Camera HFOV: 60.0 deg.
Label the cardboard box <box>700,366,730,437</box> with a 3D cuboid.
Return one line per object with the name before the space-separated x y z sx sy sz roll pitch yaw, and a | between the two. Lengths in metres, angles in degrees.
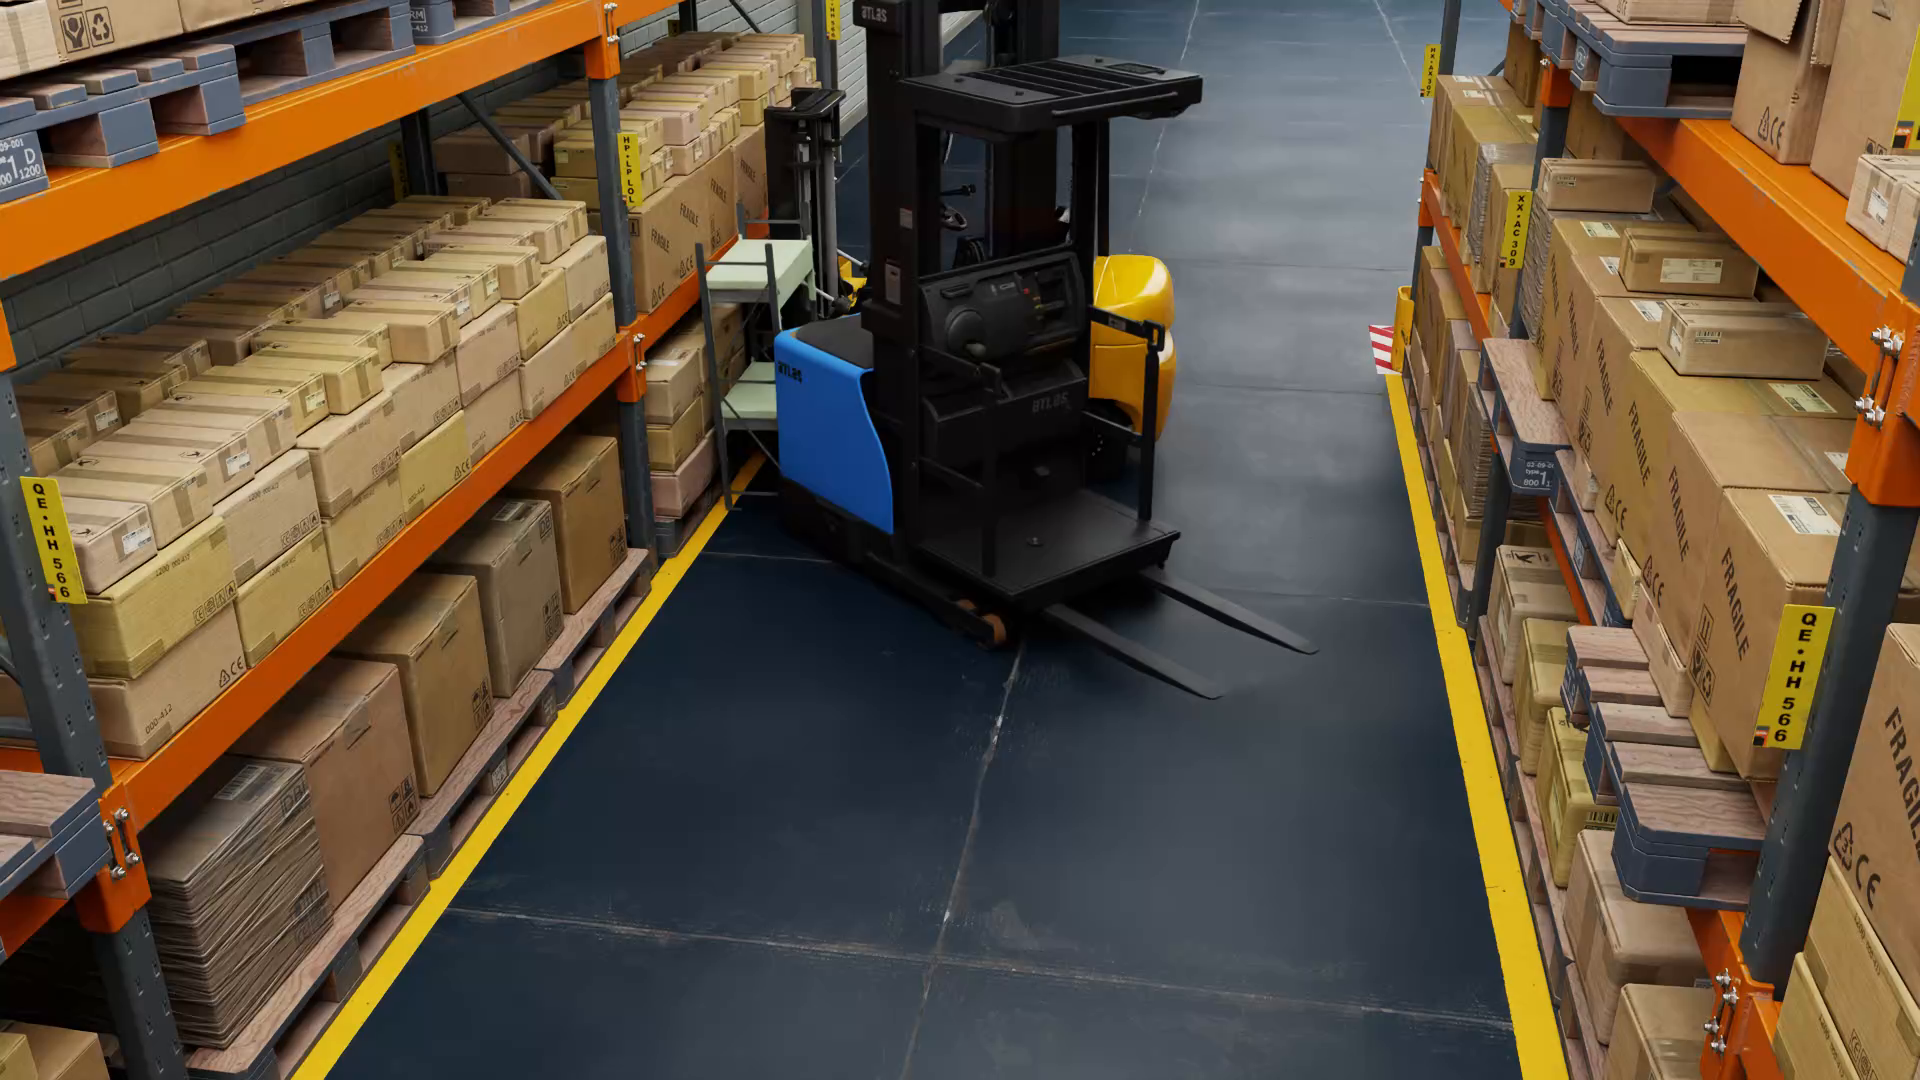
cardboard box | -1.565 -0.778 9.031 0.500 0.250 0.500 4 25 8

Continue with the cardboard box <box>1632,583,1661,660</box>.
cardboard box | 2.055 0.240 4.499 0.380 0.149 0.250 3 25 6

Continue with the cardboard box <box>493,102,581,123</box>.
cardboard box | -2.183 -2.166 8.604 0.380 0.149 0.250 4 25 7

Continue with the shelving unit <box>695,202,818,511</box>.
shelving unit | -1.049 -0.993 9.029 0.431 1.500 0.755 2 28 10

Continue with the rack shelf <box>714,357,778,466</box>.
rack shelf | -1.036 -0.704 9.179 0.431 0.370 0.720 2 28 10

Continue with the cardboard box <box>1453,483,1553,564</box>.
cardboard box | 2.700 -0.083 8.137 0.500 0.250 0.500 5 26 11

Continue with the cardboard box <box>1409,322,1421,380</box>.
cardboard box | 3.118 -1.172 10.463 0.500 0.250 0.500 4 25 8

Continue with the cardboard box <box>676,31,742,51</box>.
cardboard box | -1.640 -3.236 10.891 0.380 0.149 0.250 4 25 8

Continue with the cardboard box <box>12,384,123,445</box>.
cardboard box | -2.822 -0.360 5.097 0.380 0.149 0.250 4 25 7

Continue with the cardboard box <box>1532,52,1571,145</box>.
cardboard box | 3.364 -2.319 8.517 0.700 0.500 0.500 4 25 8

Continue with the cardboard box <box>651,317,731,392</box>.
cardboard box | -1.546 -1.006 8.930 0.500 0.250 0.500 4 25 9

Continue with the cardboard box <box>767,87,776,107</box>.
cardboard box | -1.319 -2.631 9.950 0.380 0.149 0.250 3 25 7

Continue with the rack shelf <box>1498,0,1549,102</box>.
rack shelf | 3.196 -2.742 8.379 1.077 0.370 4.000 4 25 9

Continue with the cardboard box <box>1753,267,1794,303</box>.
cardboard box | 2.850 -0.611 5.552 0.500 0.500 0.500 5 26 10

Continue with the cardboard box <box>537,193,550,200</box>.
cardboard box | -2.222 -1.467 8.227 0.500 0.500 0.500 4 25 8

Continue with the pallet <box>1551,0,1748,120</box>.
pallet | 2.497 -1.461 5.016 1.213 0.211 1.003 4 25 9

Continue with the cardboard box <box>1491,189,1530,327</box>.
cardboard box | 2.696 -1.255 7.425 0.500 0.500 0.500 3 25 7

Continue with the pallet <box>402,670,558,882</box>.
pallet | -2.307 0.871 6.641 1.003 0.211 1.213 4 25 9

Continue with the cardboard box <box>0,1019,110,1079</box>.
cardboard box | -2.539 1.592 4.264 0.500 0.500 0.500 5 26 10

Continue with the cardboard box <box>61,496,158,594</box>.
cardboard box | -2.340 0.006 4.315 0.380 0.149 0.250 5 26 10

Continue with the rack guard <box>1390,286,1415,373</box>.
rack guard | 3.510 -1.381 11.111 1.175 0.500 0.348 4 25 9

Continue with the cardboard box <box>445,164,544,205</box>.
cardboard box | -2.229 -1.706 7.973 0.380 0.149 0.250 4 25 8

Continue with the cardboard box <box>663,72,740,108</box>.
cardboard box | -1.470 -2.555 9.436 0.380 0.149 0.250 4 25 9

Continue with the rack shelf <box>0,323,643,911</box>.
rack shelf | -2.355 -0.052 6.172 1.077 0.370 4.000 4 25 9

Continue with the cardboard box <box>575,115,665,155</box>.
cardboard box | -1.697 -2.024 8.302 0.380 0.149 0.250 4 25 8

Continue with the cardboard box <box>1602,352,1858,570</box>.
cardboard box | 2.170 -0.207 4.690 0.500 0.500 0.500 2 25 5

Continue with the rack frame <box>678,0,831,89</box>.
rack frame | -1.375 -2.888 11.381 1.000 3.000 0.127 4 25 9

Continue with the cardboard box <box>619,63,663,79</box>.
cardboard box | -1.959 -2.700 9.746 0.380 0.149 0.250 3 25 7

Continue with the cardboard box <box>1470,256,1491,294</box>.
cardboard box | 2.784 -1.339 8.369 0.380 0.149 0.250 4 25 8

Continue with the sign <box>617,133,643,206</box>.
sign | -1.492 -1.670 7.506 0.100 0.325 0.005 4 25 9

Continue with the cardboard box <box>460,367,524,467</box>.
cardboard box | -2.041 -0.502 6.460 0.500 0.250 0.500 4 25 9

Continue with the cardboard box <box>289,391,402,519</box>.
cardboard box | -2.182 -0.296 5.431 0.500 0.250 0.500 3 25 7

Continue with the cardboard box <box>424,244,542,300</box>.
cardboard box | -1.894 -1.068 6.611 0.380 0.149 0.250 3 25 7

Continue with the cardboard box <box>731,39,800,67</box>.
cardboard box | -1.235 -3.092 10.583 0.380 0.149 0.250 4 25 9

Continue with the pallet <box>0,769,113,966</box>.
pallet | -2.724 0.834 3.657 1.213 0.211 1.003 4 25 9

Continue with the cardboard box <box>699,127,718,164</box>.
cardboard box | -1.503 -2.096 8.806 0.380 0.149 0.250 4 25 8

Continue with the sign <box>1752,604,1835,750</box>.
sign | 1.678 0.278 3.344 0.100 0.325 0.005 4 25 9

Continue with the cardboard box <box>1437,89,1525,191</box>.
cardboard box | 3.090 -2.330 9.720 0.500 0.500 0.500 5 26 10

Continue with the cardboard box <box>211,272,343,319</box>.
cardboard box | -2.558 -0.892 6.234 0.380 0.149 0.250 4 25 8

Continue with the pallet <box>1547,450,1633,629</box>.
pallet | 2.498 0.057 5.317 1.003 0.211 1.213 4 25 9

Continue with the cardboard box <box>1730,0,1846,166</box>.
cardboard box | 2.436 -1.245 4.211 0.797 0.503 0.637 4 25 9

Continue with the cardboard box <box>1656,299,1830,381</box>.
cardboard box | 2.204 -0.567 4.694 0.380 0.149 0.250 3 25 6

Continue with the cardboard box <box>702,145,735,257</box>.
cardboard box | -1.548 -1.858 9.064 0.500 0.500 0.500 4 25 8

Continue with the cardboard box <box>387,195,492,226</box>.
cardboard box | -2.298 -1.422 7.366 0.380 0.149 0.250 3 25 7

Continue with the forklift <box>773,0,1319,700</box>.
forklift | 0.348 -1.059 7.555 1.130 2.935 3.031 -19 31 -35

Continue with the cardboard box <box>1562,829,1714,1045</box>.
cardboard box | 2.430 1.256 5.133 0.950 0.372 0.625 4 25 8

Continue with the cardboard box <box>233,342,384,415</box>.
cardboard box | -2.139 -0.534 5.470 0.380 0.149 0.250 5 25 10

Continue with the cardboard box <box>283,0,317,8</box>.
cardboard box | -2.157 -1.893 4.986 0.500 0.500 0.500 5 25 10

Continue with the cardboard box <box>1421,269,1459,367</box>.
cardboard box | 3.034 -1.283 9.815 0.500 0.500 0.500 3 25 7

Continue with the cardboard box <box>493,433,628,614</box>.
cardboard box | -2.103 -0.110 7.753 0.875 0.625 0.625 5 26 11

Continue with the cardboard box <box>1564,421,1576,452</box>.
cardboard box | 2.363 -0.407 5.882 0.380 0.149 0.250 4 25 9
